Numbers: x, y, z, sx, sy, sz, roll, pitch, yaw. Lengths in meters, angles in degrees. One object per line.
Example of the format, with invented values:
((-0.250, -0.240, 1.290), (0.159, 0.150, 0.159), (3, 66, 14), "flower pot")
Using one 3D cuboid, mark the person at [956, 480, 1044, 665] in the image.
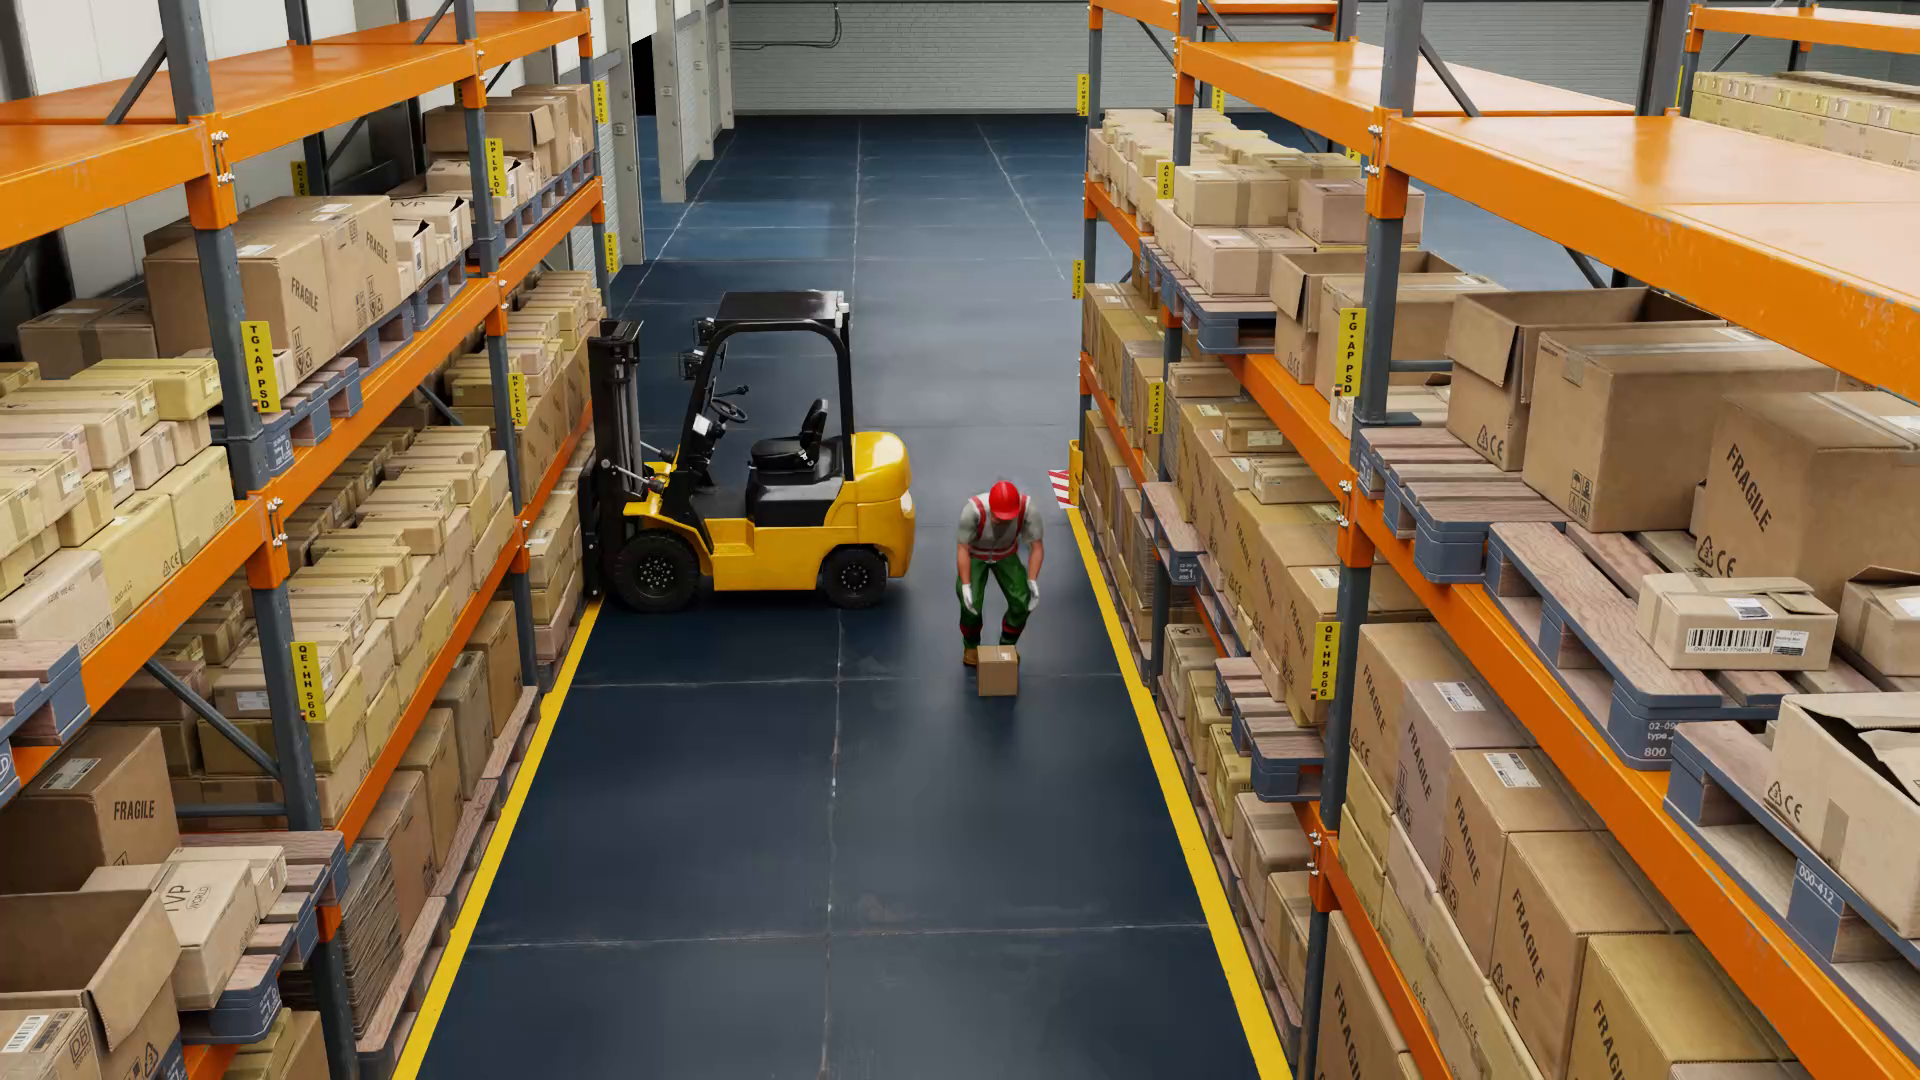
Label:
((0.259, 0.187, 11.125), (0.584, 1.381, 0.782), (-2, 20, -5), "person")
